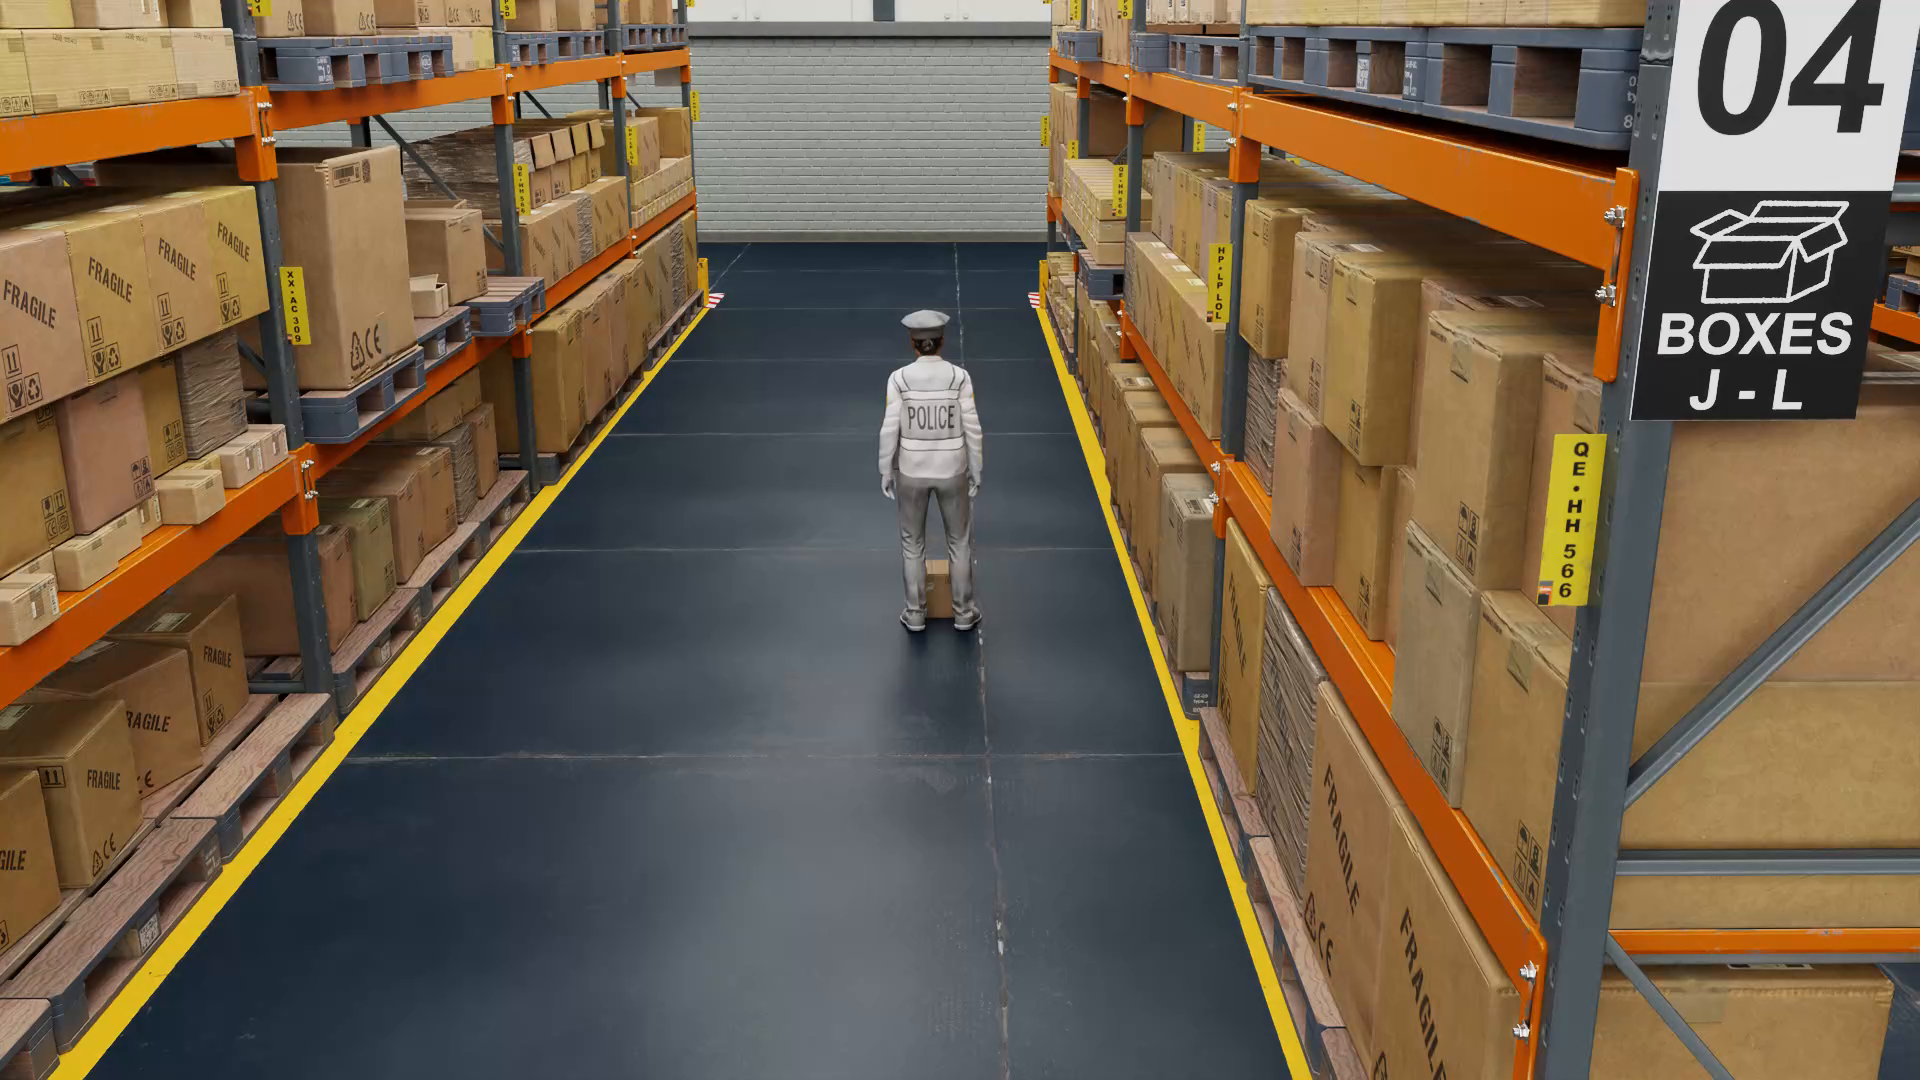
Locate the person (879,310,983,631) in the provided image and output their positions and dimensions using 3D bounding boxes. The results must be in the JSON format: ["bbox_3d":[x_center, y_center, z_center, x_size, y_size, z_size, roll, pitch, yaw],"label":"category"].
[{"bbox_3d":[-0.149,-0.339,8.633,0.540,1.663,0.375,-1,17,-2],"label":"person"}]
